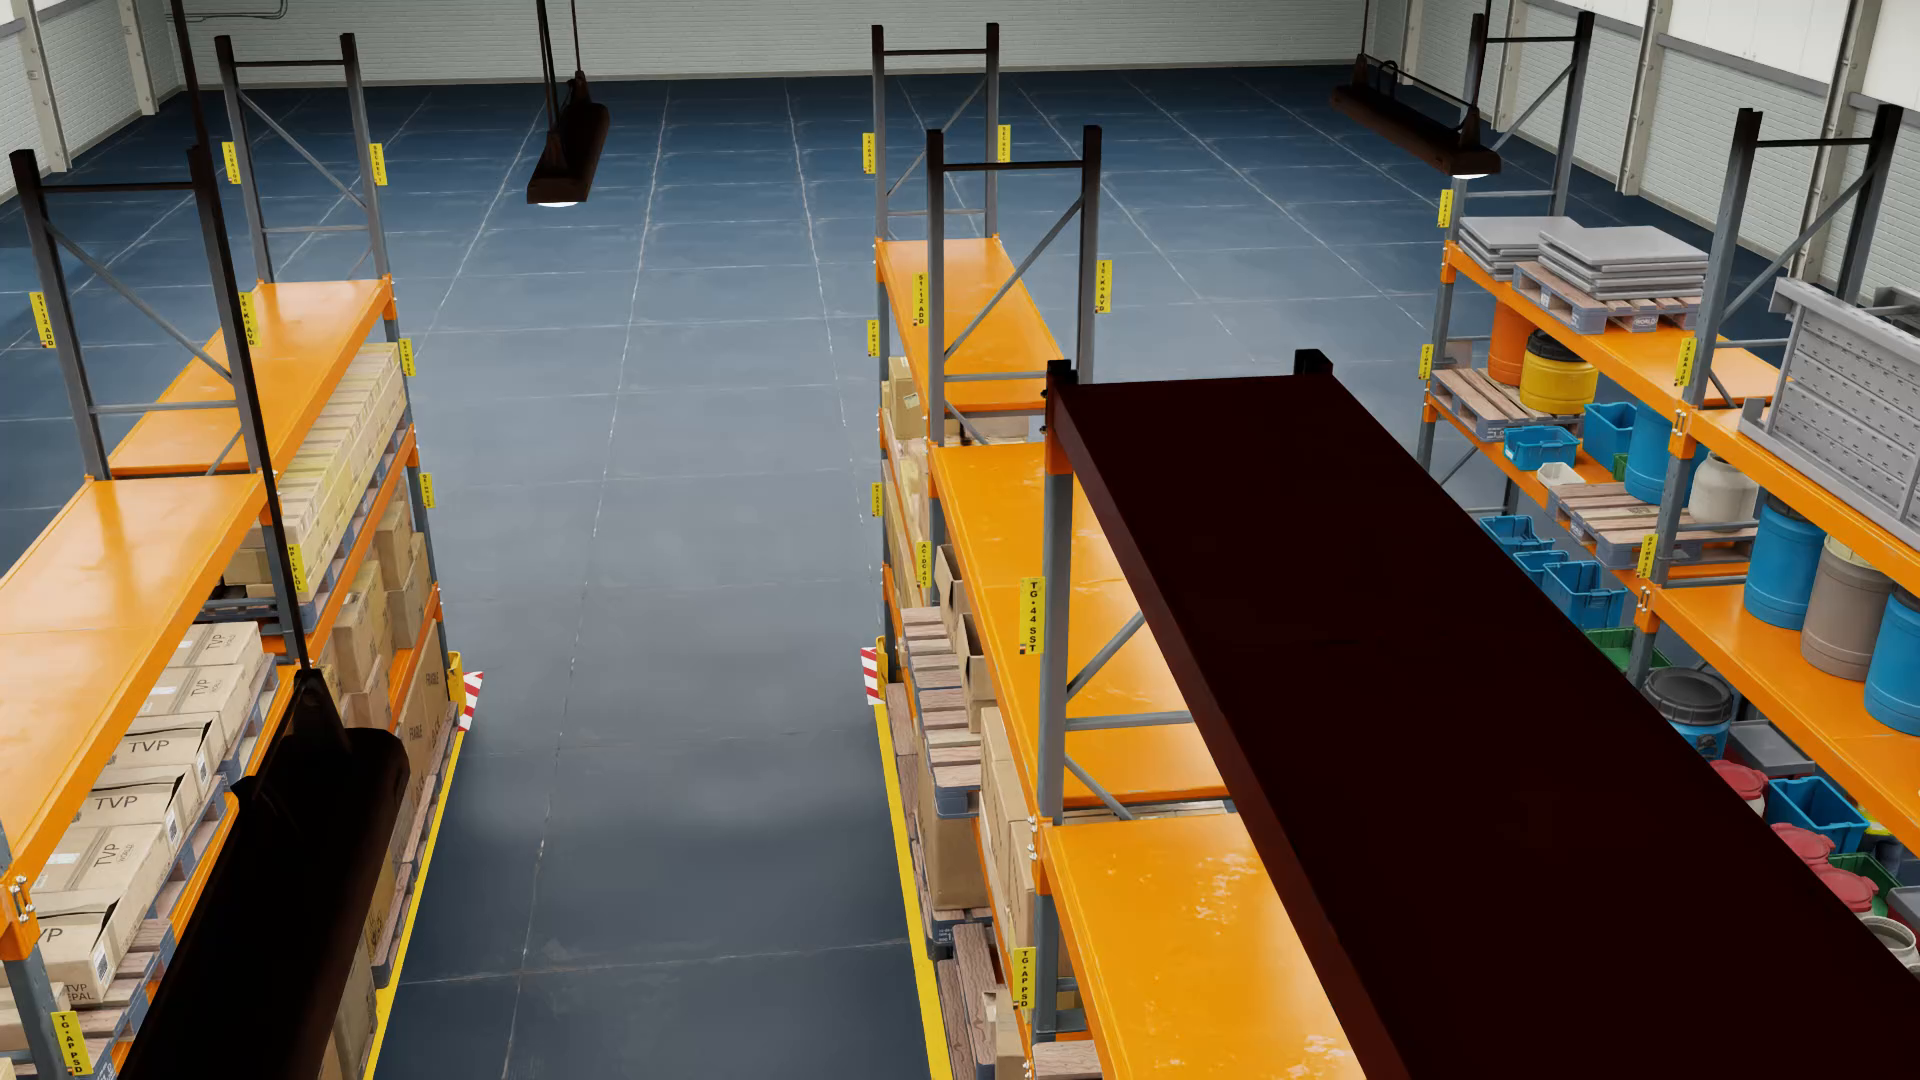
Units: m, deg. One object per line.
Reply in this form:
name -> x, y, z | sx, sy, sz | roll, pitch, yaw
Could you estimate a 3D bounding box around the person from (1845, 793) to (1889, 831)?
person -> 6.737, 1.772, 12.038 | 0.658, 1.043, 0.422 | 5, 26, 11
